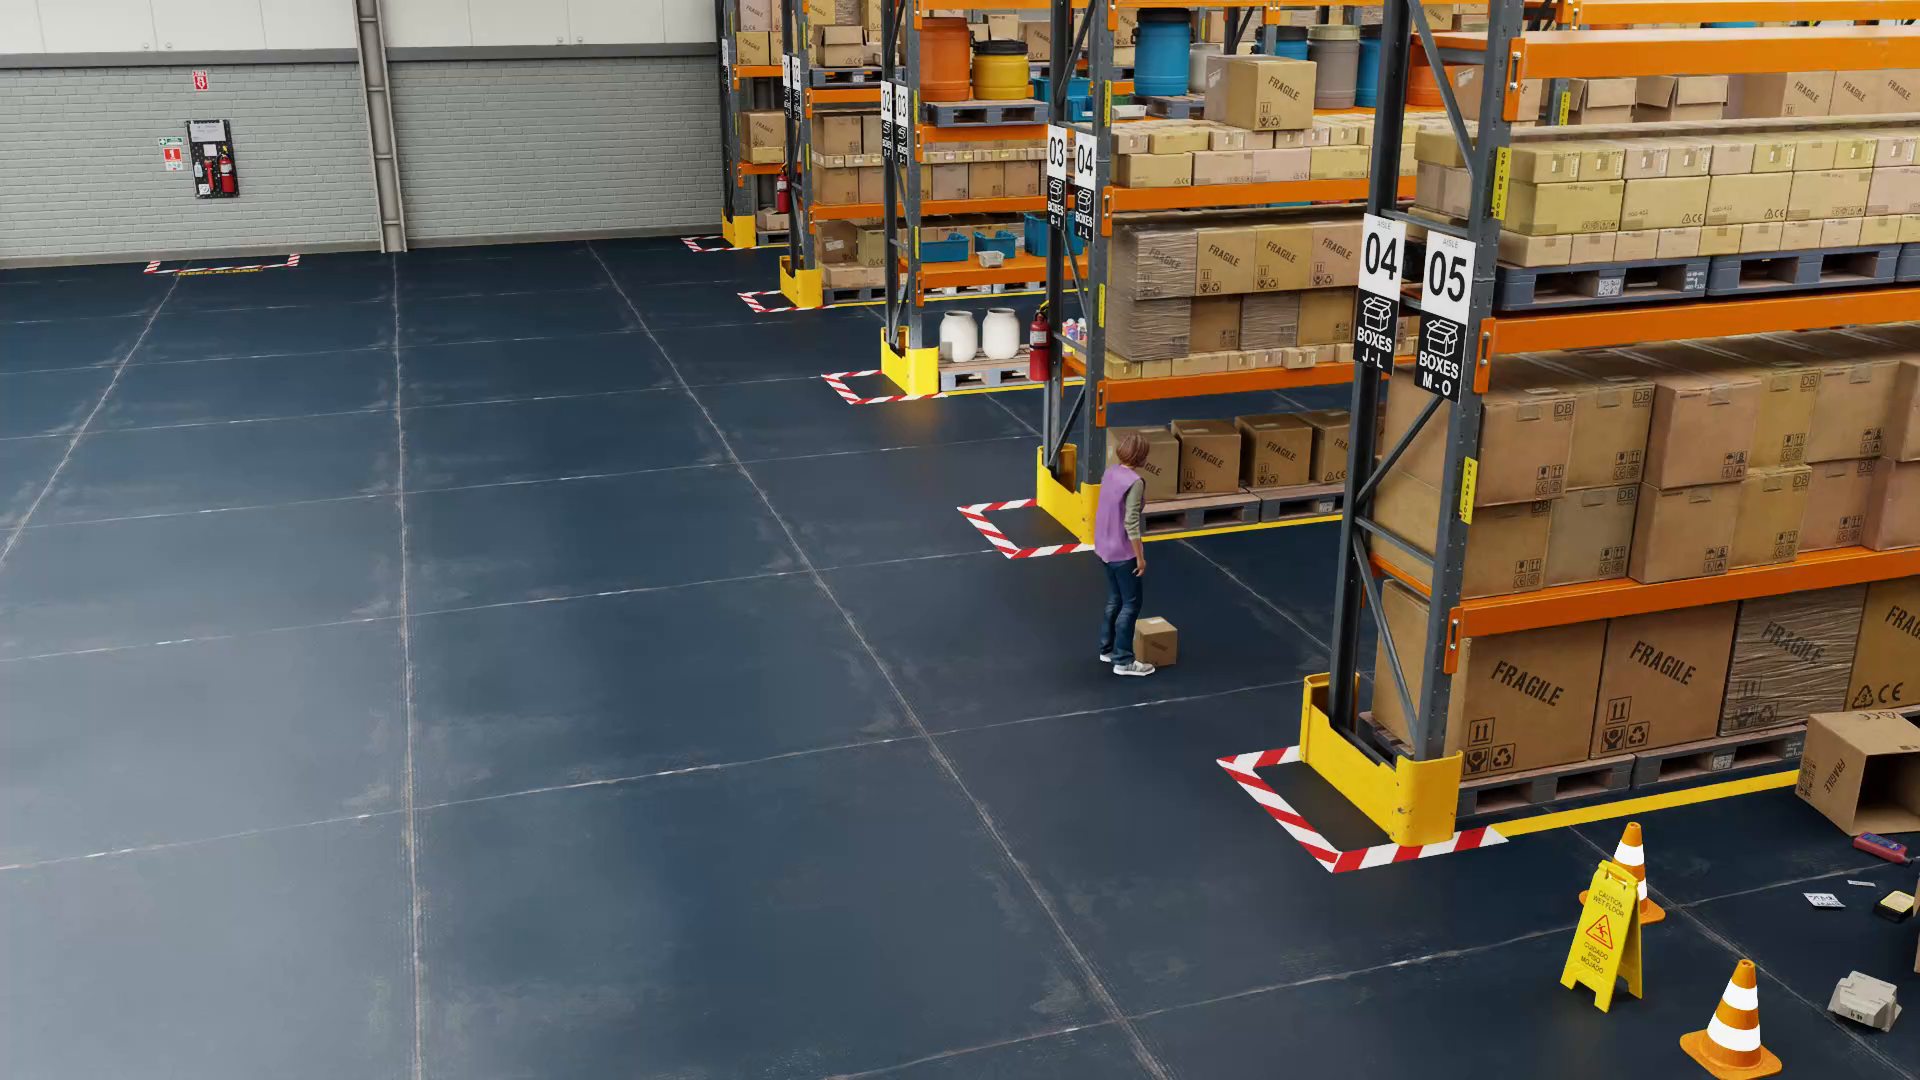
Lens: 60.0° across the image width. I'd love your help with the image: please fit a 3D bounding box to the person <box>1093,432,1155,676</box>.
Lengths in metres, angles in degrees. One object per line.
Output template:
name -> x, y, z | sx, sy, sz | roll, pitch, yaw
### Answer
person -> 1.064, 0.083, 10.853 | 0.347, 1.591, 0.477 | -8, 21, -20
